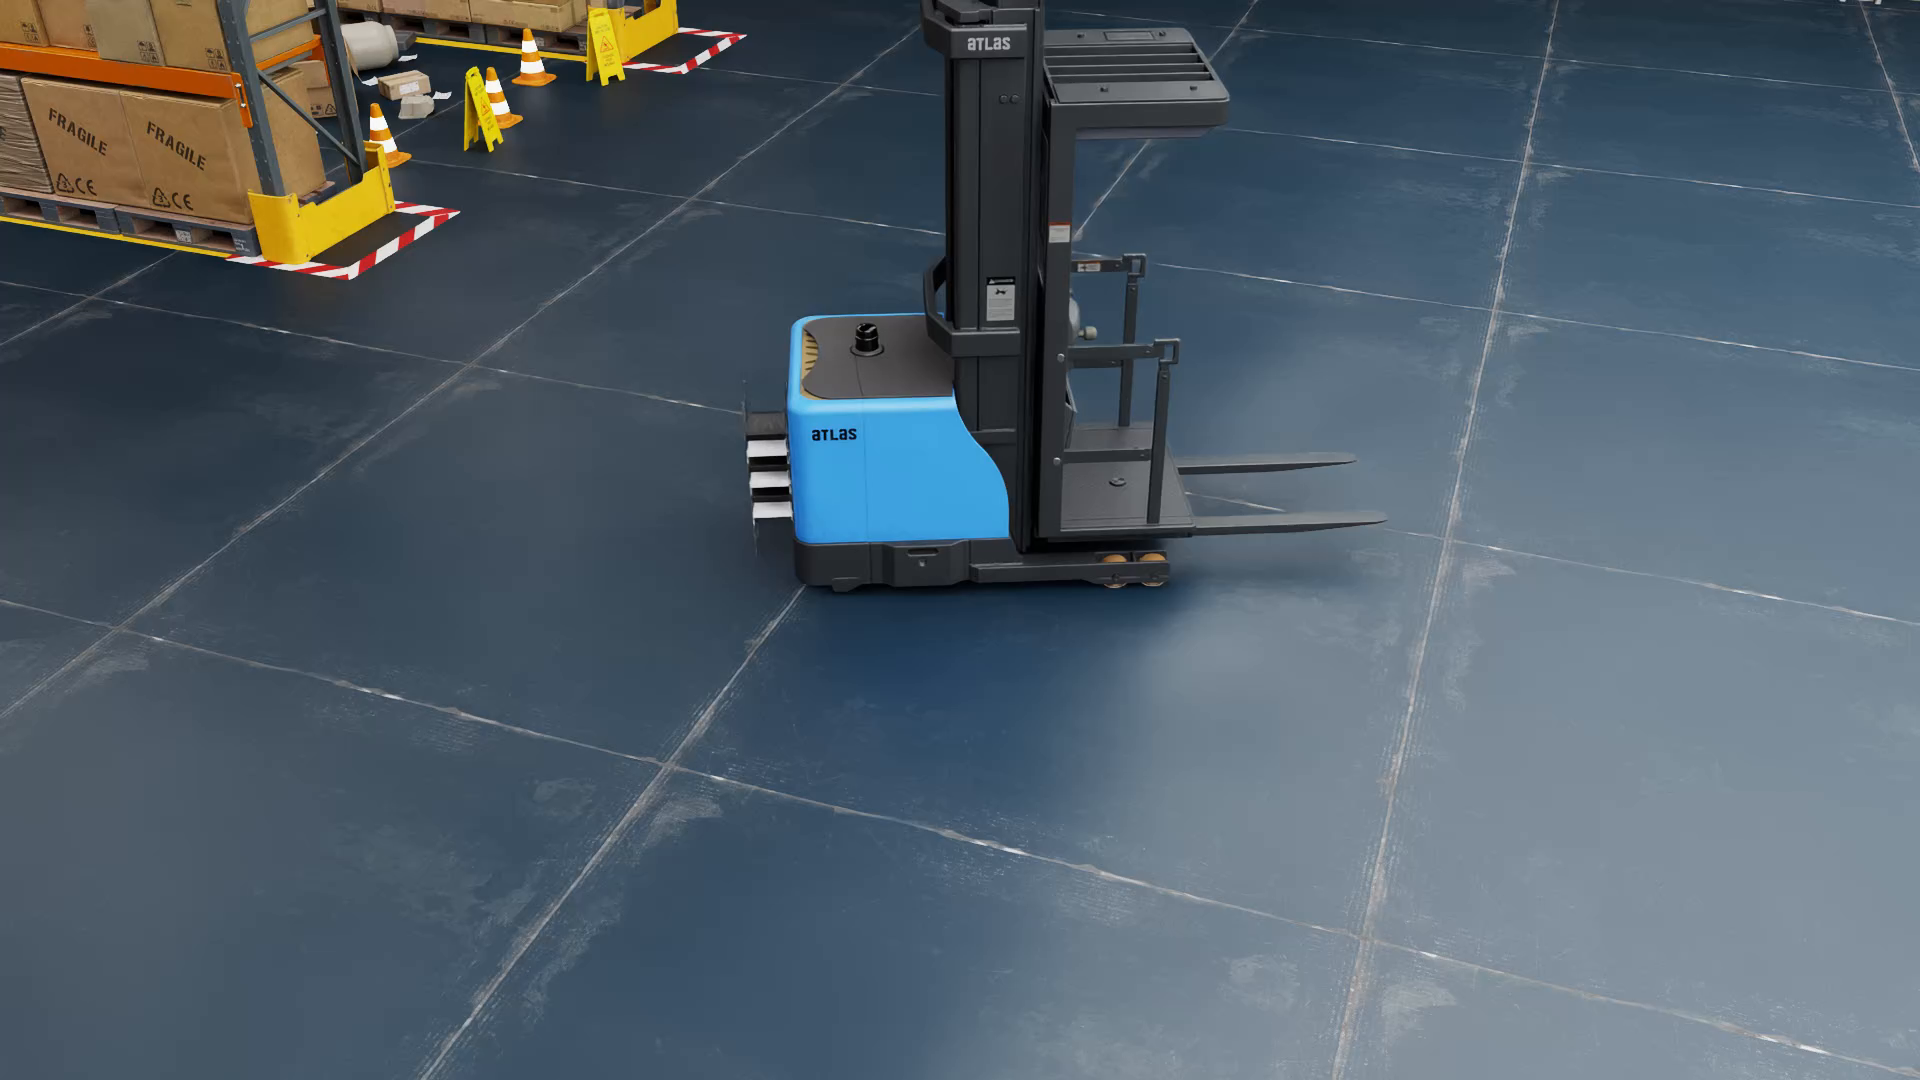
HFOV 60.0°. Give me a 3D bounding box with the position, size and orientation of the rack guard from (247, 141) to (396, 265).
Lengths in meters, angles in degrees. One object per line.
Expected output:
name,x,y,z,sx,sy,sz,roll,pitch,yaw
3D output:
rack guard,-4.631,-2.475,12.123,0.348,0.500,1.175,11,34,16

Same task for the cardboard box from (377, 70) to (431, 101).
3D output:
cardboard box,-4.994,-4.086,14.942,0.380,0.149,0.250,-25,40,-33

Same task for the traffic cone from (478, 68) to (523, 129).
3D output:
traffic cone,-3.973,-3.801,14.211,0.334,0.463,0.336,11,34,16

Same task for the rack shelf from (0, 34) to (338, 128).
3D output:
rack shelf,-6.537,-3.594,12.214,4.000,0.370,1.077,11,34,16

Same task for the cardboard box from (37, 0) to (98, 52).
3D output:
cardboard box,-6.028,-3.894,11.877,0.550,0.550,0.875,11,34,16

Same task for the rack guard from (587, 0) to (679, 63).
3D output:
rack guard,-3.151,-5.040,16.095,0.348,0.500,1.175,11,34,16

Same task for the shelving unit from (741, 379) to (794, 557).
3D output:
shelving unit,-0.966,-0.360,8.476,0.210,0.900,0.258,-2,33,-2

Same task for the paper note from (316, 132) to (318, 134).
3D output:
paper note,-5.518,-3.428,14.033,0.142,0.017,0.144,24,40,32

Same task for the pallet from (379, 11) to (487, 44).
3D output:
pallet,-5.048,-5.309,16.778,1.213,0.211,1.003,11,34,16

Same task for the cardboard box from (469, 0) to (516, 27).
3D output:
cardboard box,-4.416,-5.207,16.196,0.500,0.250,0.500,11,34,17

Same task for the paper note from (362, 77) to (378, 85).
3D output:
paper note,-5.389,-4.212,15.257,0.142,0.019,0.148,24,40,32

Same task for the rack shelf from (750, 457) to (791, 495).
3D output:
rack shelf,-0.965,-0.332,8.494,0.200,0.077,0.258,-2,33,-2

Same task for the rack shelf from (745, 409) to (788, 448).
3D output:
rack shelf,-0.969,-0.559,8.347,0.200,0.077,0.258,-2,33,-2

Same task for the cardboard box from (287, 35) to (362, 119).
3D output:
cardboard box,-5.587,-4.056,14.568,0.637,0.503,0.797,-11,35,-17

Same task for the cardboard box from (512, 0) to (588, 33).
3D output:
cardboard box,-3.953,-5.112,16.050,0.500,0.250,0.500,11,34,16

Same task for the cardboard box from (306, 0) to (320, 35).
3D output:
cardboard box,-6.295,-4.868,15.826,0.500,0.500,0.500,-18,37,-25

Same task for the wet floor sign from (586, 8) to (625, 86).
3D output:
wet floor sign,-3.261,-4.506,15.134,0.232,0.644,0.267,24,40,32

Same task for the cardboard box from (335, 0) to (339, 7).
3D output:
cardboard box,-6.380,-5.583,16.780,0.500,0.250,0.500,9,34,14

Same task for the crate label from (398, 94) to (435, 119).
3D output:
crate label,-4.734,-3.776,14.473,0.298,0.136,0.250,-6,33,-9

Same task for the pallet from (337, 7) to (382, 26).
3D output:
pallet,-6.200,-5.532,17.123,1.213,0.211,1.003,11,34,16

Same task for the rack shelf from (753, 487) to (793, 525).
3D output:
rack shelf,-0.963,-0.181,8.592,0.200,0.077,0.258,-2,33,-2

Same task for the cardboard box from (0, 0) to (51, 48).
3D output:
cardboard box,-6.541,-3.970,11.995,0.500,0.550,0.875,11,34,16

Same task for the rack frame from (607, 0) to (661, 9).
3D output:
rack frame,-3.079,-6.076,15.395,0.127,3.000,1.000,11,34,16

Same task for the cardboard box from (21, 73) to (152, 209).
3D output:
cardboard box,-6.144,-3.064,12.302,0.875,0.875,0.875,10,34,16

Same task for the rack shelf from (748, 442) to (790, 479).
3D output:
rack shelf,-0.966,-0.408,8.445,0.200,0.077,0.258,-2,33,-2

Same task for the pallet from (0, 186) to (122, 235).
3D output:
pallet,-6.578,-2.689,12.720,1.213,0.211,1.003,11,34,16

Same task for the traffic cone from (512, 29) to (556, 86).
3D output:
traffic cone,-3.919,-4.430,15.185,0.334,0.463,0.336,11,34,16

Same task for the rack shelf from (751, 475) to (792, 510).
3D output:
rack shelf,-0.964,-0.257,8.543,0.200,0.077,0.258,-2,33,-2

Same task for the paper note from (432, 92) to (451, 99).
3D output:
paper note,-4.640,-3.985,14.894,0.142,0.019,0.148,0,33,0

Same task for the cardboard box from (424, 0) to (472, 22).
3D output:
cardboard box,-4.910,-5.299,16.340,0.500,0.250,0.500,10,34,15

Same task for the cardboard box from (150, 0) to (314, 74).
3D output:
cardboard box,-5.018,-3.638,11.480,0.550,0.550,0.875,11,34,16

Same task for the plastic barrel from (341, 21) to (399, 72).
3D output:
plastic barrel,-5.534,-4.598,15.482,0.512,0.421,0.421,-18,37,-25

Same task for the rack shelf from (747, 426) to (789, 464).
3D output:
rack shelf,-0.967,-0.483,8.396,0.200,0.077,0.258,-2,33,-2

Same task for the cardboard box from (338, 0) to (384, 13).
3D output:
cardboard box,-5.874,-5.491,16.638,0.500,0.250,0.500,13,35,19

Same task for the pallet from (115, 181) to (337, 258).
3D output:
pallet,-5.433,-2.465,12.373,1.213,0.211,1.003,11,34,16

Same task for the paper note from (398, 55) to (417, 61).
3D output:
paper note,-5.260,-4.599,15.845,0.148,0.019,0.142,0,33,0

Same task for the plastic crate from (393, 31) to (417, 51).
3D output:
plastic crate,-5.643,-4.875,16.227,0.583,0.080,0.402,0,33,0

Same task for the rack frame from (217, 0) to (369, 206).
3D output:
rack frame,-4.654,-3.530,11.452,0.127,3.000,1.000,11,34,16

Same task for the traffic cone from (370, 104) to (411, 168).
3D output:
traffic cone,-4.675,-3.286,13.413,0.334,0.463,0.336,11,34,16

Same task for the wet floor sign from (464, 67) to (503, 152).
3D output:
wet floor sign,-3.959,-3.546,13.648,0.232,0.644,0.267,5,33,8

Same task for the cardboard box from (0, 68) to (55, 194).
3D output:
cardboard box,-7.001,-3.232,12.562,0.875,0.875,0.875,11,35,17

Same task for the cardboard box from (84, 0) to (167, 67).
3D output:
cardboard box,-5.544,-3.727,11.619,0.550,0.550,0.875,11,34,16

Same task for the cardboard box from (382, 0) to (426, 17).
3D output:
cardboard box,-5.374,-5.396,16.489,0.500,0.250,0.500,11,34,16

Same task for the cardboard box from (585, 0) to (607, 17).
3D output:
cardboard box,-3.745,-5.386,16.474,0.500,0.250,0.500,11,34,16

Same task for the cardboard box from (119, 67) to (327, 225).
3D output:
cardboard box,-5.315,-2.904,12.054,0.875,0.875,0.875,11,35,17

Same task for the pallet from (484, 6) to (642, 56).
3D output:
pallet,-3.903,-5.085,16.431,1.213,0.211,1.003,11,34,16

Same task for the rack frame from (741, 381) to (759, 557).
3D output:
rack frame,-1.067,-0.356,8.472,0.006,0.900,0.240,-2,33,-2

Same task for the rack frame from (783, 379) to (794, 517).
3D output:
rack frame,-0.864,-0.365,8.480,0.006,0.900,0.240,-2,33,-2

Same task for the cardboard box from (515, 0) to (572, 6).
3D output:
cardboard box,-3.921,-5.426,15.844,0.500,0.500,0.500,11,35,17

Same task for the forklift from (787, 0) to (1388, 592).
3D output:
forklift,0.659,-1.275,8.023,3.031,2.935,1.130,-2,33,-3
